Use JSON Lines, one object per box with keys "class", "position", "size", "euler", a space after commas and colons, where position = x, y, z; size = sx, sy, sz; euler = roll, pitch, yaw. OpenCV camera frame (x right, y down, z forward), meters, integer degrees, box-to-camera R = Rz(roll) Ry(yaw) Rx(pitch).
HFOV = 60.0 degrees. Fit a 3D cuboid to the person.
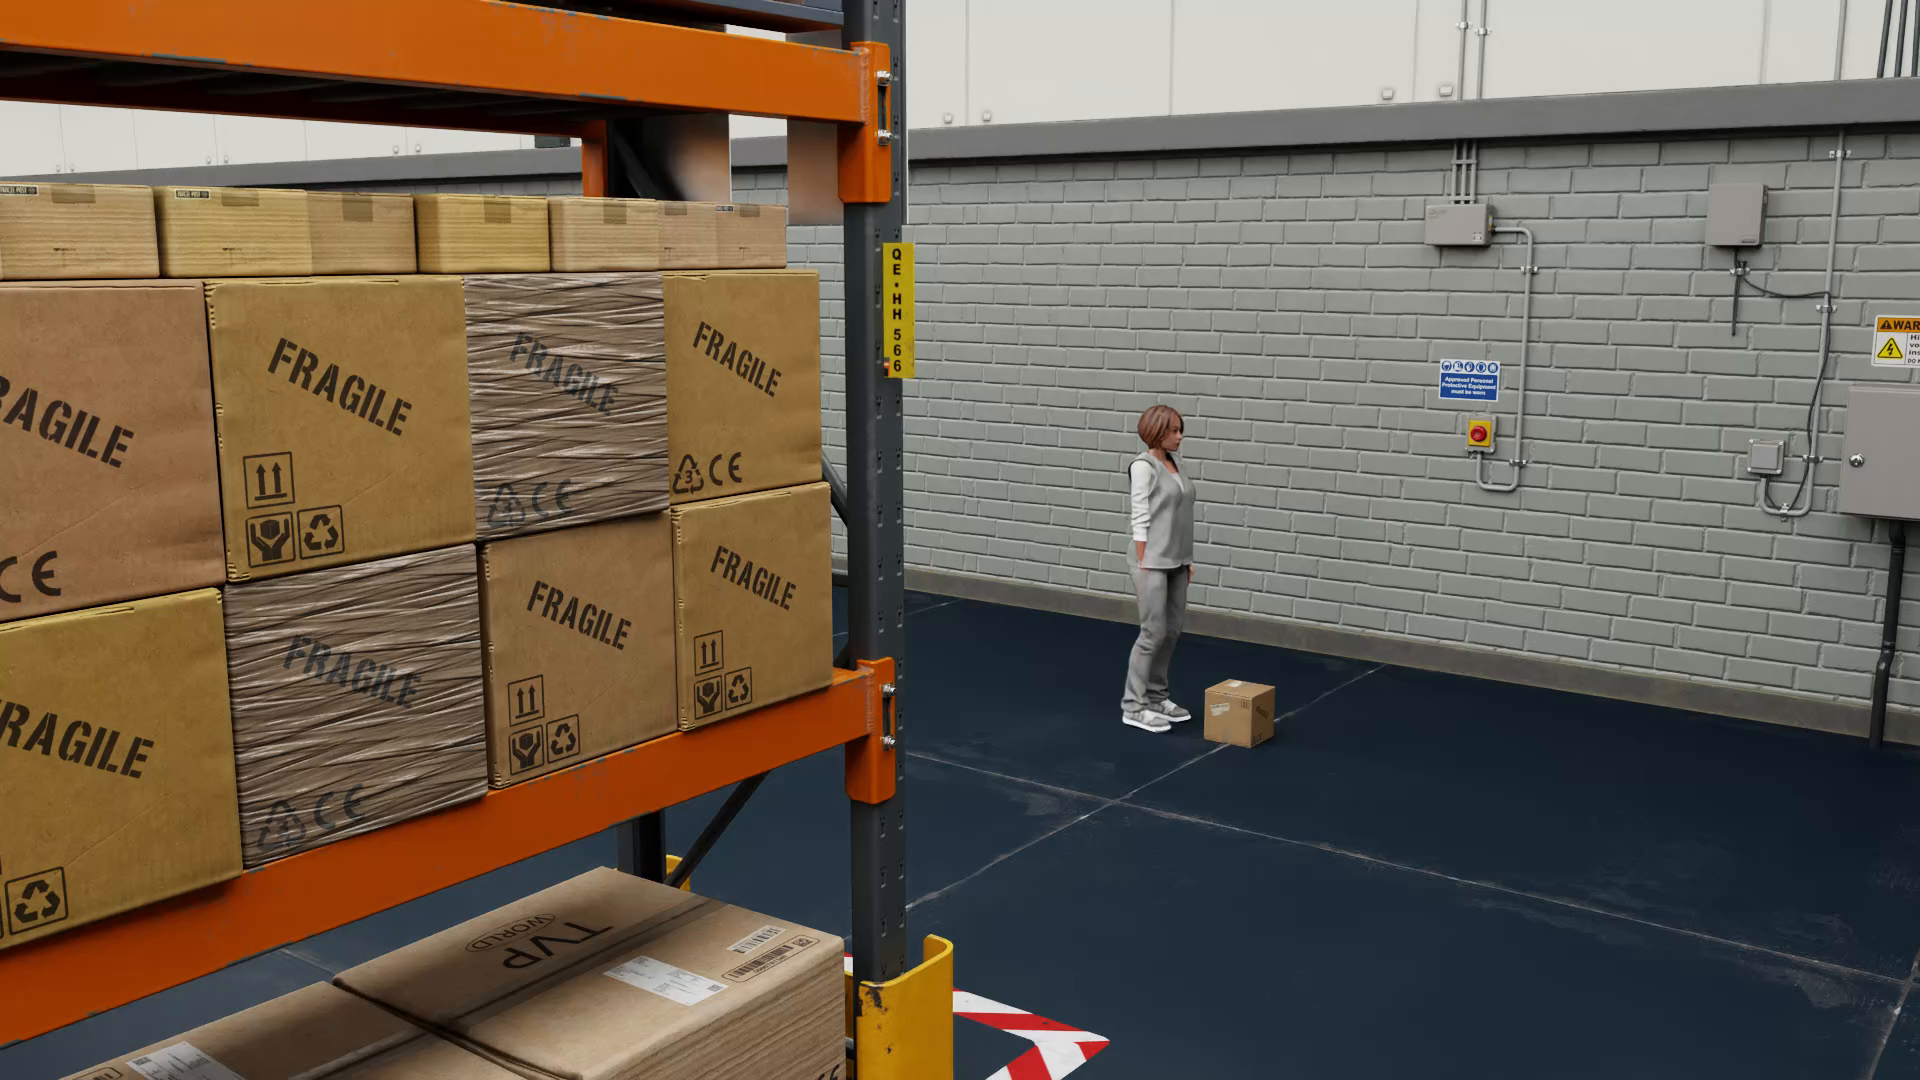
{"class": "person", "position": [0.990, 0.133, 8.215], "size": [0.307, 1.588, 0.408], "euler": [8, 13, 37]}
